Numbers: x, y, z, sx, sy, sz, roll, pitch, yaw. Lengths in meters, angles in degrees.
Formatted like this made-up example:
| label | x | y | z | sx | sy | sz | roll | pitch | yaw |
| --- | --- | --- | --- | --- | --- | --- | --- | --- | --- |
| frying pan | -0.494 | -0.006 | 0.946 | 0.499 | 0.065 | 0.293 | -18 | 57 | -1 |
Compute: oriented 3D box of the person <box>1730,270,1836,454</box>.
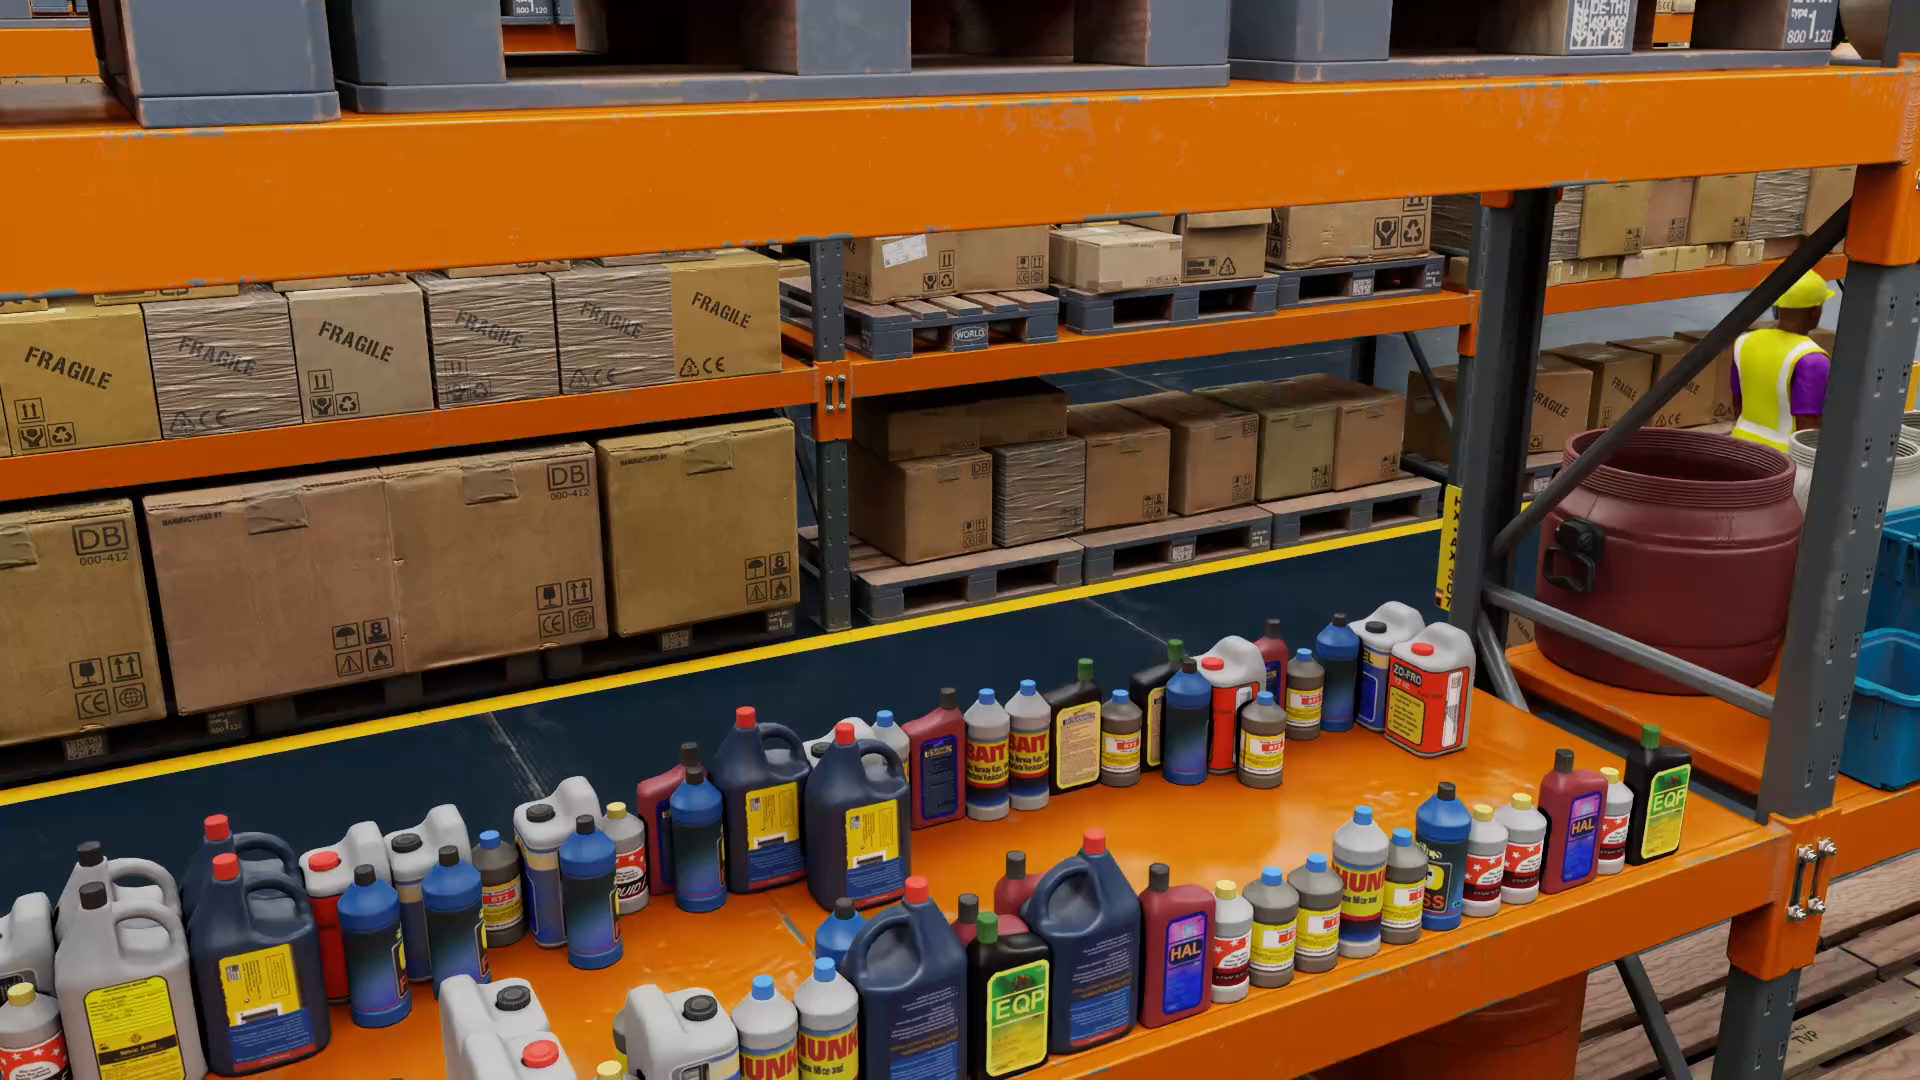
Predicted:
| label | x | y | z | sx | sy | sz | roll | pitch | yaw |
| --- | --- | --- | --- | --- | --- | --- | --- | --- | --- |
| person | 3.728 | -0.315 | 7.507 | 0.687 | 1.818 | 0.627 | -7 | 20 | -20 |
